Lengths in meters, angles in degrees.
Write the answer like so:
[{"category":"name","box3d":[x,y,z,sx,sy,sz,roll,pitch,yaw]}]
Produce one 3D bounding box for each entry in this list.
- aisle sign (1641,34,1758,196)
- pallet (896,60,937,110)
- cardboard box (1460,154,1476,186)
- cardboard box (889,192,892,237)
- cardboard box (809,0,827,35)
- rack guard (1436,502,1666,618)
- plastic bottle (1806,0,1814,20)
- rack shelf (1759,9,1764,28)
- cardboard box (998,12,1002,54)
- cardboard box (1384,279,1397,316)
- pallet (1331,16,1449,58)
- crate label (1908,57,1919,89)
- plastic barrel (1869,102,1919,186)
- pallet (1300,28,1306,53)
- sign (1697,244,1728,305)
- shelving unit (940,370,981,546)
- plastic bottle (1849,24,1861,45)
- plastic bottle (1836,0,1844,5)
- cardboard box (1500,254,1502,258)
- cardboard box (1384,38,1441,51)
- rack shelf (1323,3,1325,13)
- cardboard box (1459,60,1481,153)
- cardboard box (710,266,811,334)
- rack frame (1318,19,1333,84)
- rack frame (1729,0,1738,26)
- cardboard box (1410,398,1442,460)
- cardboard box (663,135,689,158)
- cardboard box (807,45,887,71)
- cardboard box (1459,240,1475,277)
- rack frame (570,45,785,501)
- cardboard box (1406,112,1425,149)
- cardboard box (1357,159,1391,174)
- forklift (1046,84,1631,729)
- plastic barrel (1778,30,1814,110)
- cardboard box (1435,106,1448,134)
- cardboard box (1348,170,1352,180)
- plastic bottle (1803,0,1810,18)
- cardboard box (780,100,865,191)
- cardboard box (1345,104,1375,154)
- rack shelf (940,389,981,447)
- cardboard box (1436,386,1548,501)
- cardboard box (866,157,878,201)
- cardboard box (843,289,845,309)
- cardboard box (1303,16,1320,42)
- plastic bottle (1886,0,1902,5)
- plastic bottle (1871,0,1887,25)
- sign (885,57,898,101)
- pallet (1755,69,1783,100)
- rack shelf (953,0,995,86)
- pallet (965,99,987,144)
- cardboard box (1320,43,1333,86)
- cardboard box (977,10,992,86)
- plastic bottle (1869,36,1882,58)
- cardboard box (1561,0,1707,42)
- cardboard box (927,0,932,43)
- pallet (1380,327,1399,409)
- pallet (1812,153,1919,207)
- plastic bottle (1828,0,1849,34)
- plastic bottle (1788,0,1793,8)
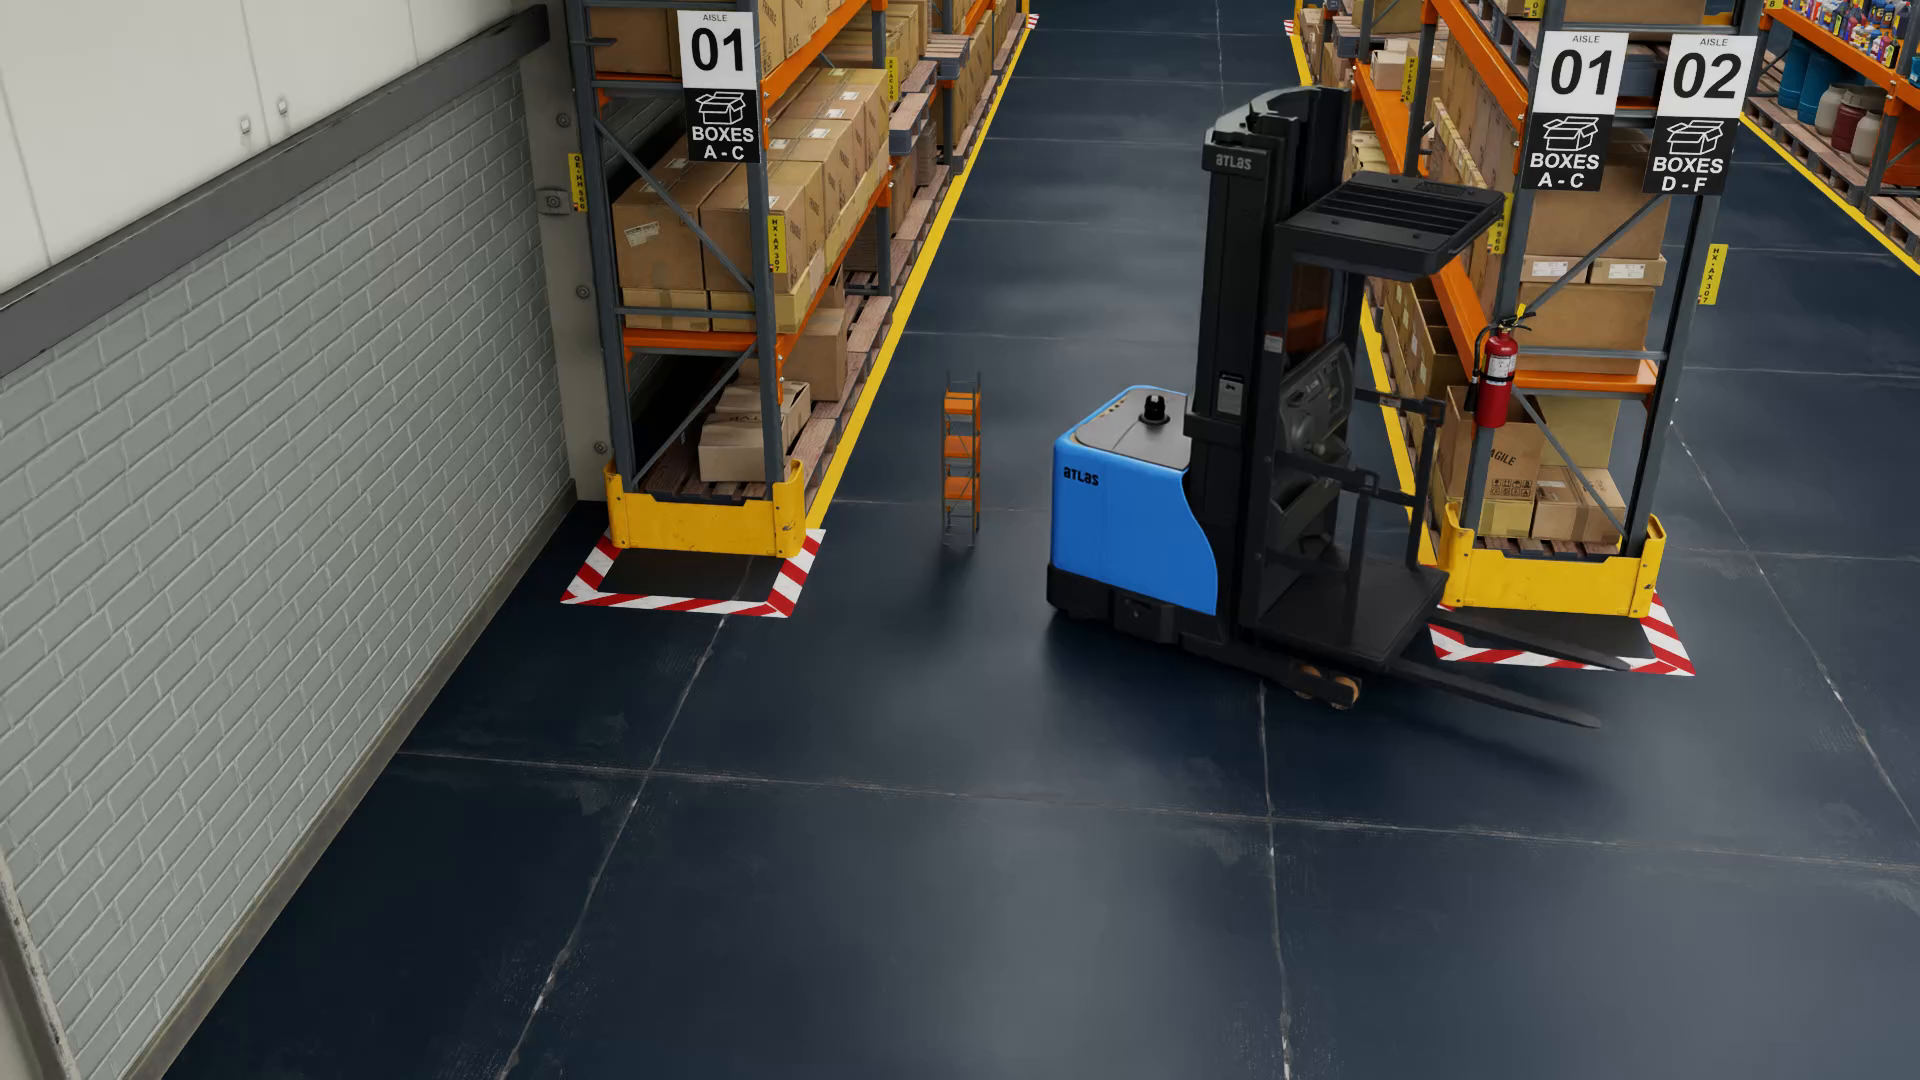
[{"category":"aisle sign","box3d":[3.658,-2.097,8.240,0.394,0.787,0.004,3,28,6]},{"category":"pallet","box3d":[-0.777,-4.035,14.779,1.003,0.211,1.213,3,28,6]},{"category":"cardboard box","box3d":[3.440,-2.370,10.696,0.380,0.149,0.250,3,28,6]},{"category":"cardboard box","box3d":[-0.978,-2.858,14.563,0.700,0.500,0.500,3,28,5]},{"category":"cardboard box","box3d":[-1.105,-3.299,9.923,0.500,0.500,0.500,5,29,9]},{"category":"rack guard","box3d":[3.359,0.110,9.519,1.175,0.500,0.348,3,28,6]},{"category":"plastic bottle","box3d":[9.170,-5.743,17.871,0.061,0.283,0.133,3,28,6]},{"category":"rack shelf","box3d":[9.993,-6.985,20.812,1.077,0.370,4.000,3,28,6]},{"category":"cardboard box","box3d":[0.173,-6.603,21.537,0.700,0.500,0.500,3,28,6]},{"category":"cardboard box","box3d":[3.484,-1.989,12.445,0.500,0.500,0.500,3,28,6]},{"category":"pallet","box3d":[4.355,-5.006,16.582,1.213,0.211,1.003,3,28,6]},{"category":"crate label","box3d":[8.834,-4.228,15.111,0.303,0.233,0.416,3,28,6]},{"category":"plastic barrel","box3d":[9.300,-3.939,16.243,0.600,0.830,0.708,3,28,6]},{"category":"pallet","box3d":[5.216,-6.894,22.825,1.003,0.211,1.213,3,28,6]},{"category":"sign","box3d":[3.912,-1.383,8.658,0.100,0.325,0.005,3,28,6]},{"category":"shelving unit","box3d":[0.007,-0.487,10.048,0.215,1.050,0.252,3,28,6]},{"category":"plastic bottle","box3d":[9.028,-5.088,16.742,0.097,0.201,0.097,0,28,0]},{"category":"plastic bottle","box3d":[9.350,-5.666,17.735,0.152,0.276,0.135,3,28,6]},{"category":"cardboard box","box3d":[3.250,-1.646,9.352,0.380,0.149,0.250,4,29,7]},{"category":"cardboard box","box3d":[4.254,-4.560,15.645,0.500,0.311,0.500,5,29,9]},{"category":"rack shelf","box3d":[5.077,-7.275,21.350,1.077,0.370,4.000,3,28,6]},{"category":"cardboard box","box3d":[3.681,-2.817,10.843,0.700,0.500,0.500,3,28,6]},{"category":"cardboard box","box3d":[-1.180,-1.442,9.901,0.500,0.250,0.500,3,28,5]},{"category":"rack frame","box3d":[4.832,-6.650,19.432,1.000,3.000,0.127,3,28,6]},{"category":"rack frame","box3d":[10.238,-8.244,22.389,1.000,3.000,0.127,3,28,6]},{"category":"cardboard box","box3d":[3.243,-0.717,10.875,0.500,0.250,0.500,3,28,6]},{"category":"cardboard box","box3d":[-1.578,-2.275,10.657,0.500,0.500,0.500,3,28,5]},{"category":"cardboard box","box3d":[-0.969,-3.646,13.286,0.700,0.500,0.500,3,29,6]},{"category":"cardboard box","box3d":[3.618,-1.994,10.682,0.700,0.500,0.500,4,29,8]},{"category":"rack frame","box3d":[-1.555,-1.288,9.478,1.000,3.000,0.127,3,28,6]},{"category":"cardboard box","box3d":[3.777,-3.250,13.262,0.396,0.266,0.258,3,28,5]},{"category":"cardboard box","box3d":[3.865,-3.272,15.025,0.500,0.311,0.500,3,28,5]},{"category":"forklift","box3d":[2.010,-0.700,8.460,3.031,2.935,1.130,17,33,28]},{"category":"plastic barrel","box3d":[9.664,-5.367,18.819,0.600,0.901,0.708,3,28,6]},{"category":"cardboard box","box3d":[3.596,-2.981,11.831,0.380,0.149,0.250,4,29,7]},{"category":"cardboard box","box3d":[3.925,-3.276,15.624,0.500,0.250,0.500,3,28,5]},{"category":"plastic bottle","box3d":[9.203,-5.761,17.990,0.097,0.201,0.097,0,28,0]},{"category":"cardboard box","box3d":[-0.944,-2.731,11.504,0.500,0.500,0.500,3,28,5]},{"category":"cardboard box","box3d":[4.223,-4.315,17.268,0.500,0.500,0.500,4,29,8]},{"category":"rack shelf","box3d":[0.007,-0.728,9.918,0.215,0.259,0.240,3,28,6]},{"category":"cardboard box","box3d":[3.132,-0.576,9.822,0.500,0.500,0.500,3,28,6]},{"category":"cardboard box","box3d":[-0.892,-2.639,12.123,0.500,0.250,0.500,3,29,6]},{"category":"cardboard box","box3d":[-1.101,-1.863,13.070,0.380,0.166,0.250,0,28,0]},{"category":"cardboard box","box3d":[4.851,-6.806,22.156,0.500,0.250,0.500,3,28,6]},{"category":"plastic bottle","box3d":[9.897,-5.629,17.667,0.152,0.276,0.135,3,28,6]},{"category":"plastic bottle","box3d":[9.771,-5.626,17.665,0.097,0.271,0.097,0,28,0]},{"category":"sign","box3d":[-0.526,-3.524,12.716,0.100,0.325,0.005,3,28,6]},{"category":"pallet","box3d":[9.799,-5.481,20.202,1.003,0.211,1.213,3,28,6]},{"category":"rack shelf","box3d":[-0.330,-5.678,18.386,1.077,0.370,4.000,3,28,6]},{"category":"pallet","box3d":[-0.252,-4.765,18.873,1.003,0.211,1.213,3,28,6]},{"category":"cardboard box","box3d":[4.531,-5.530,19.524,0.500,0.500,0.500,2,28,4]},{"category":"cardboard box","box3d":[-0.036,-5.861,19.791,0.750,0.750,0.750,4,29,7]},{"category":"plastic bottle","box3d":[8.956,-4.813,16.231,0.097,0.201,0.097,0,28,0]},{"category":"cardboard box","box3d":[3.436,-2.885,8.580,0.797,0.503,0.637,5,29,10]},{"category":"cardboard box","box3d":[-0.623,-5.069,15.928,0.700,0.500,0.500,0,28,0]},{"category":"pallet","box3d":[3.713,-1.285,12.413,1.003,0.211,1.213,3,28,6]},{"category":"pallet","box3d":[9.313,-3.624,16.754,1.003,0.211,1.213,3,28,6]},{"category":"plastic bottle","box3d":[9.123,-5.432,17.221,0.144,0.351,0.185,3,28,6]},{"category":"plastic bottle","box3d":[9.267,-6.007,18.447,0.097,0.201,0.097,0,28,0]}]
